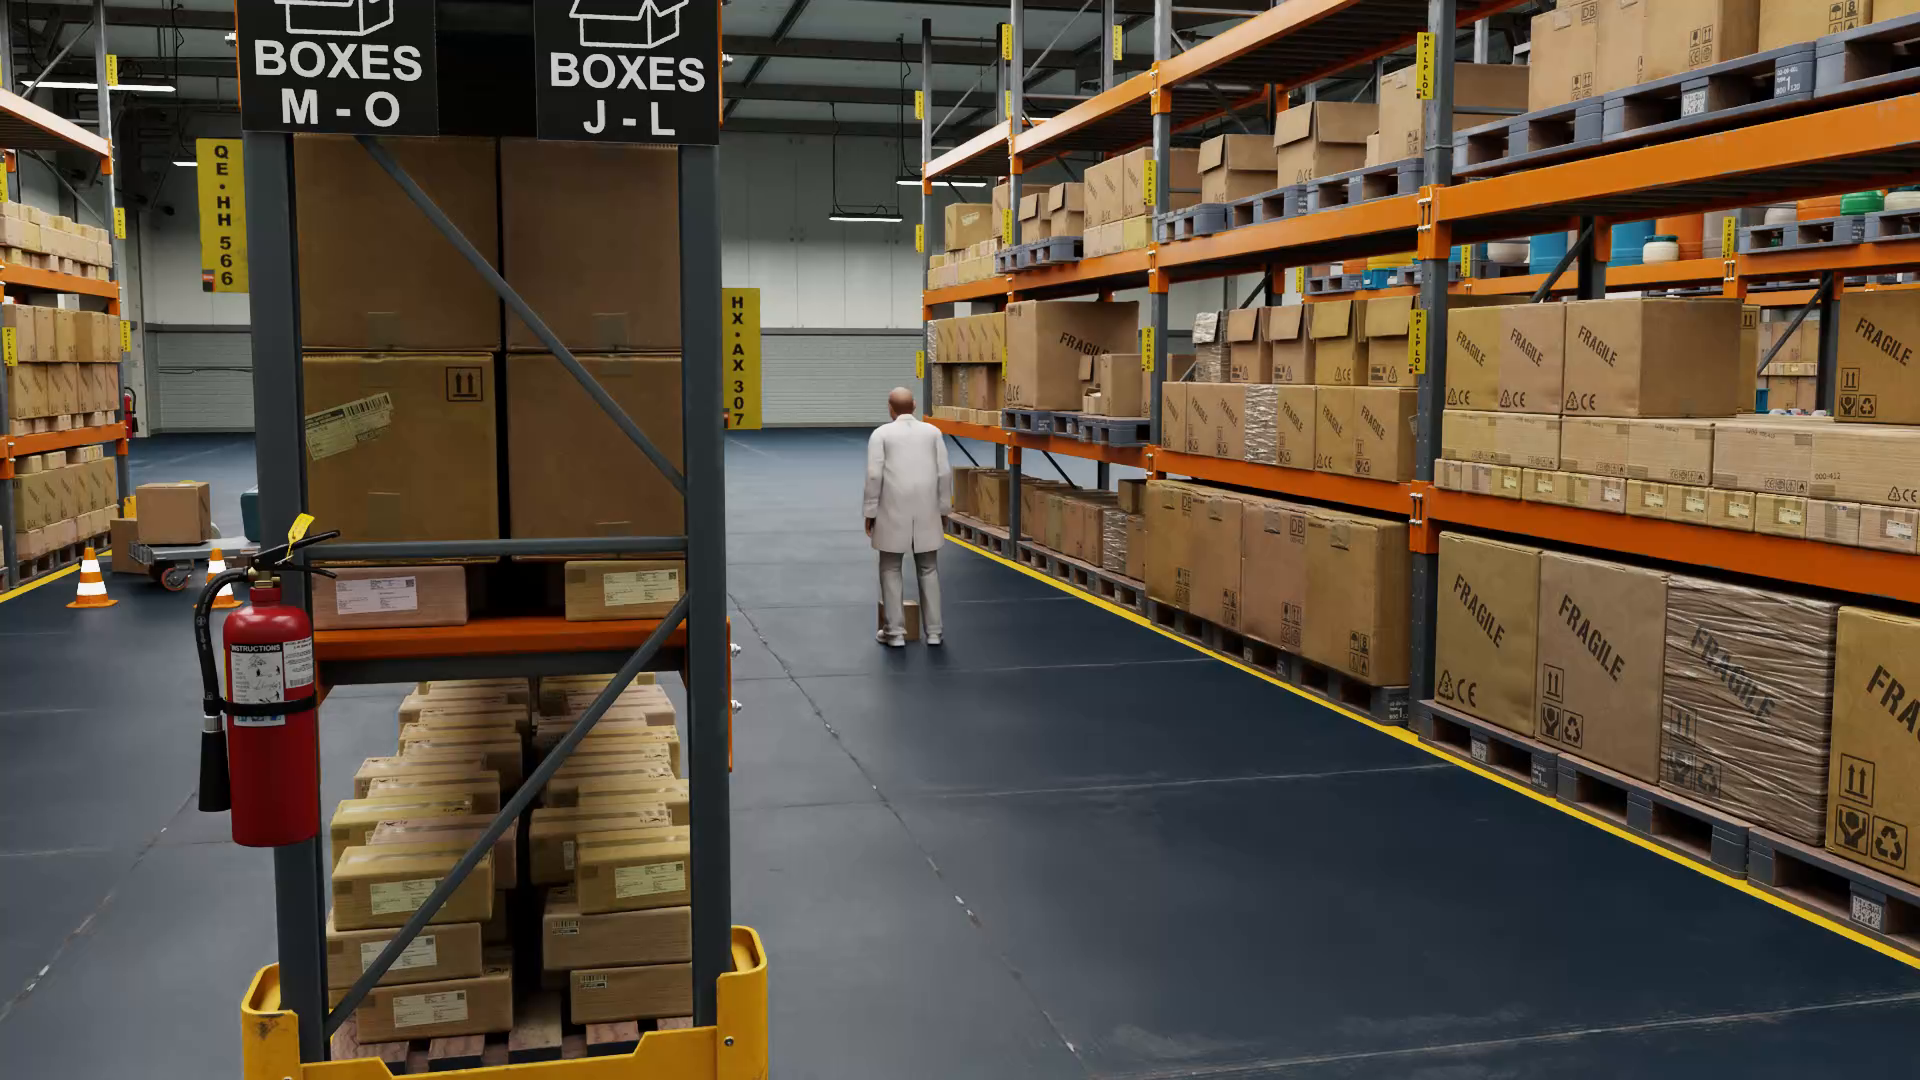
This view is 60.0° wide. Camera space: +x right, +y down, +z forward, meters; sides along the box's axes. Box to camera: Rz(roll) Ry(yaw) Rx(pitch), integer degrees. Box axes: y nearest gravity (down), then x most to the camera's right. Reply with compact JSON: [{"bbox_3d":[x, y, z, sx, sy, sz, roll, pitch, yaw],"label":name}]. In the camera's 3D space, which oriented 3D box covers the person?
[{"bbox_3d":[-0.379,-0.164,11.453,0.653,1.774,0.422,-2,6,-17],"label":"person"}]
